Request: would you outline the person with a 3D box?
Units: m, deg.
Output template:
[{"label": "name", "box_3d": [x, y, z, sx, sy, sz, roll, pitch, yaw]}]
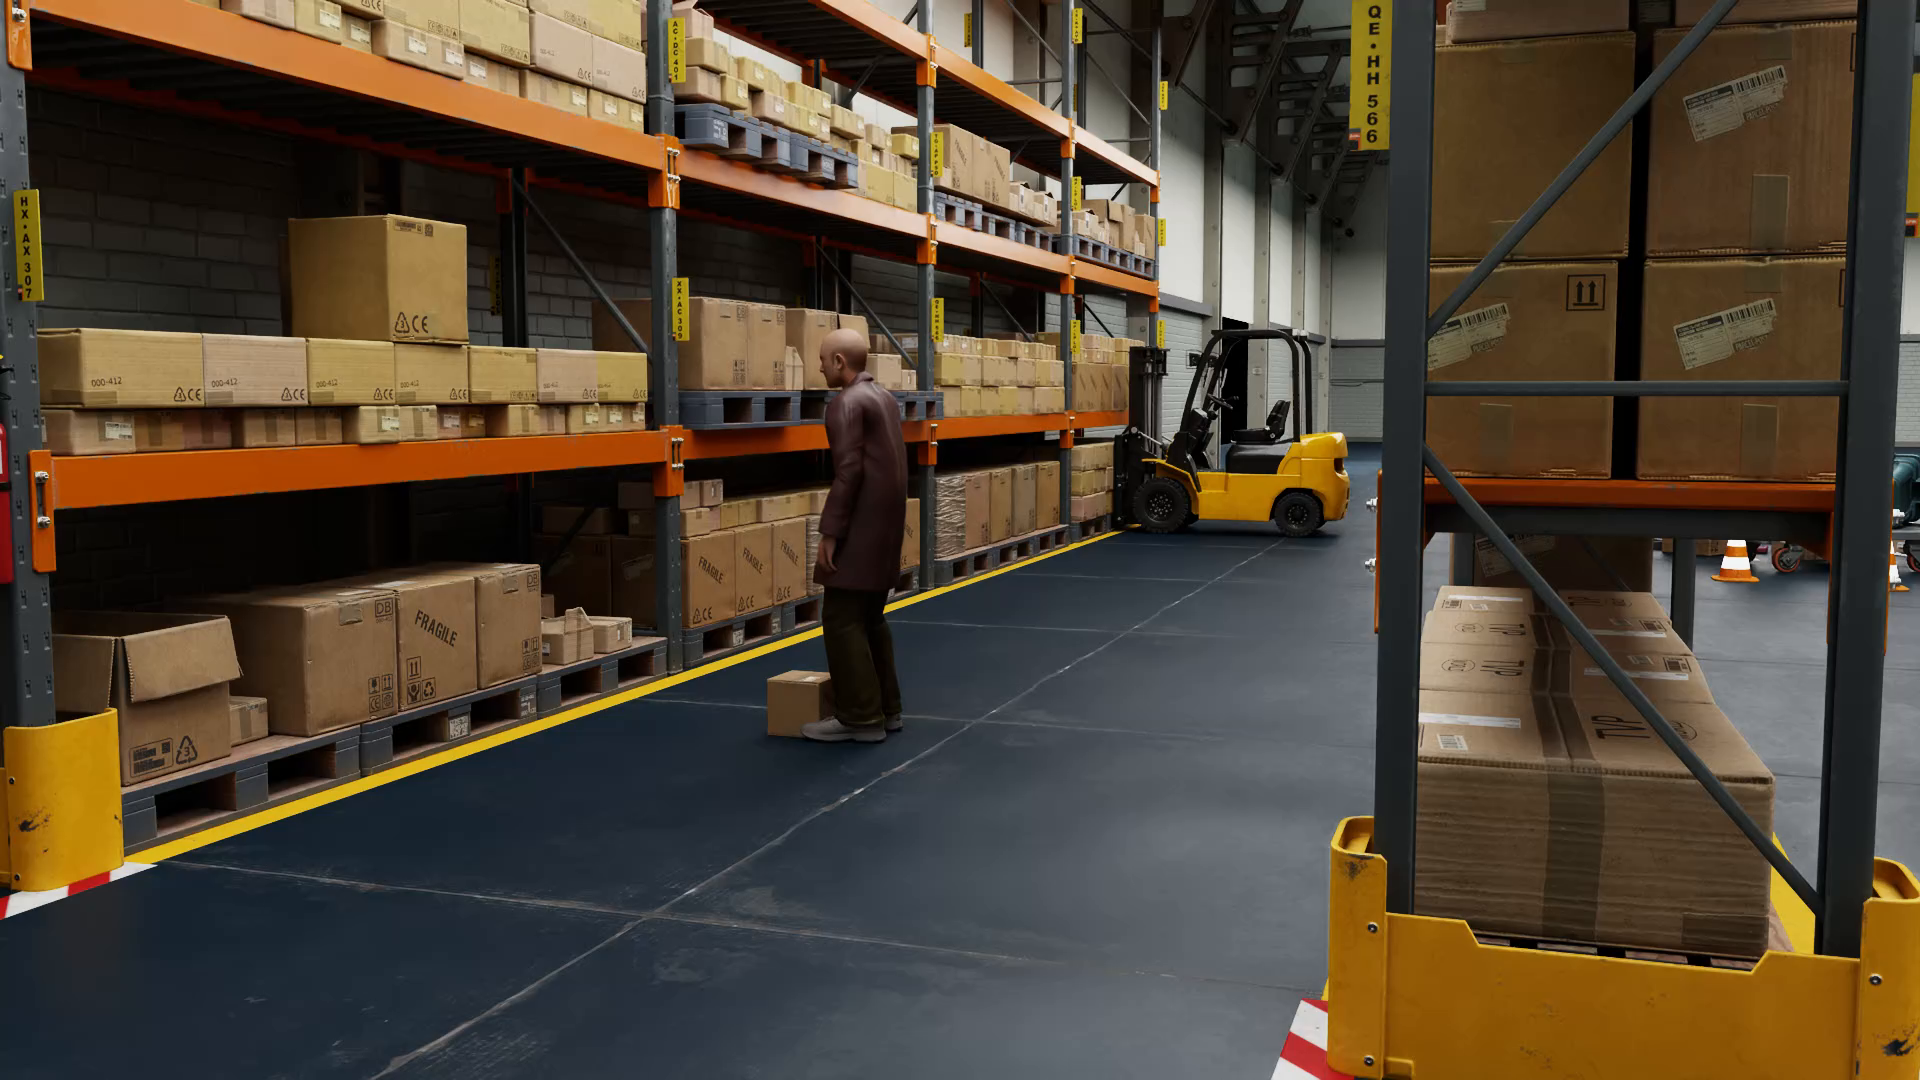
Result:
[{"label": "person", "box_3d": [-0.447, -0.026, 7.229, 0.428, 1.773, 0.643, 2, 5, 19]}]
